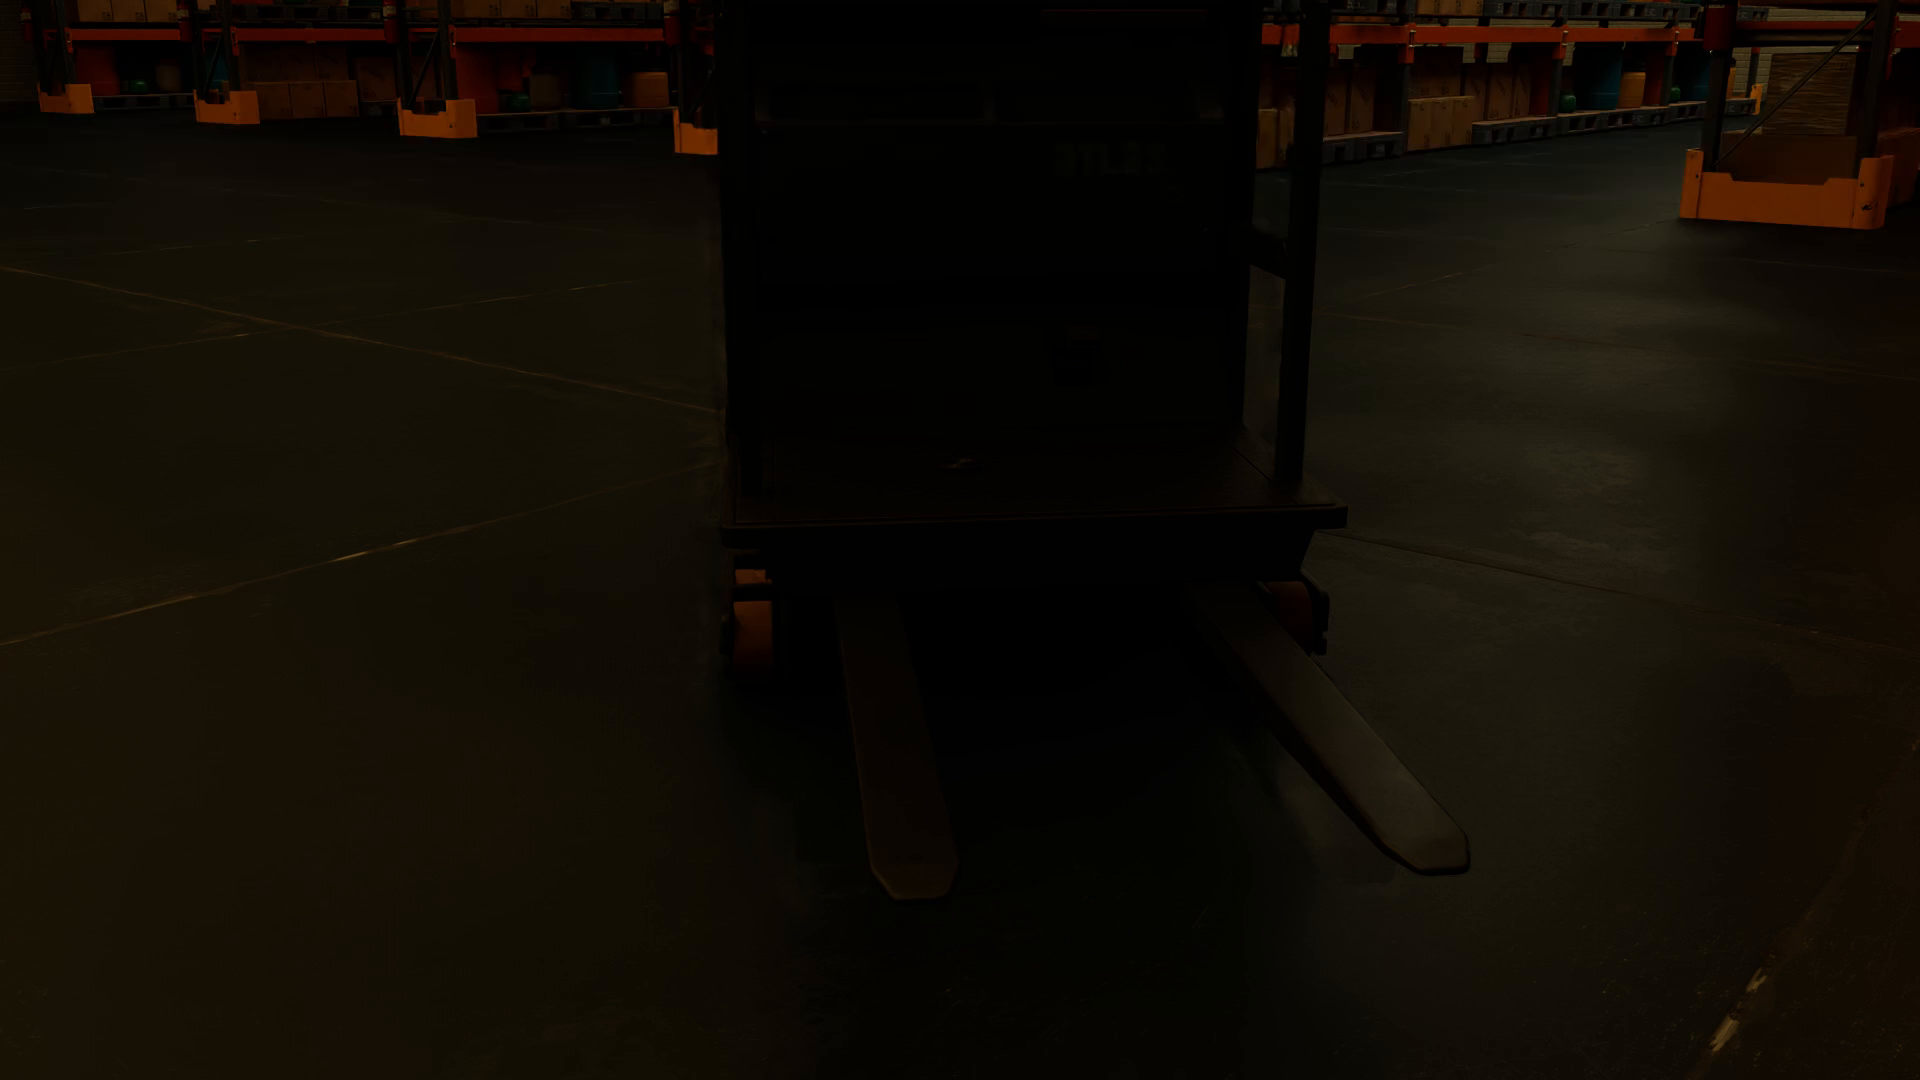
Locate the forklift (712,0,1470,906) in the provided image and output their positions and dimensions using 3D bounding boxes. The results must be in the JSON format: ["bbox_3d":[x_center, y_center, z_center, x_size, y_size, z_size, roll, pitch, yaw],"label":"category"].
[{"bbox_3d":[0.087,-1.235,2.965,1.130,2.935,3.031,-2,17,-6],"label":"forklift"}]
